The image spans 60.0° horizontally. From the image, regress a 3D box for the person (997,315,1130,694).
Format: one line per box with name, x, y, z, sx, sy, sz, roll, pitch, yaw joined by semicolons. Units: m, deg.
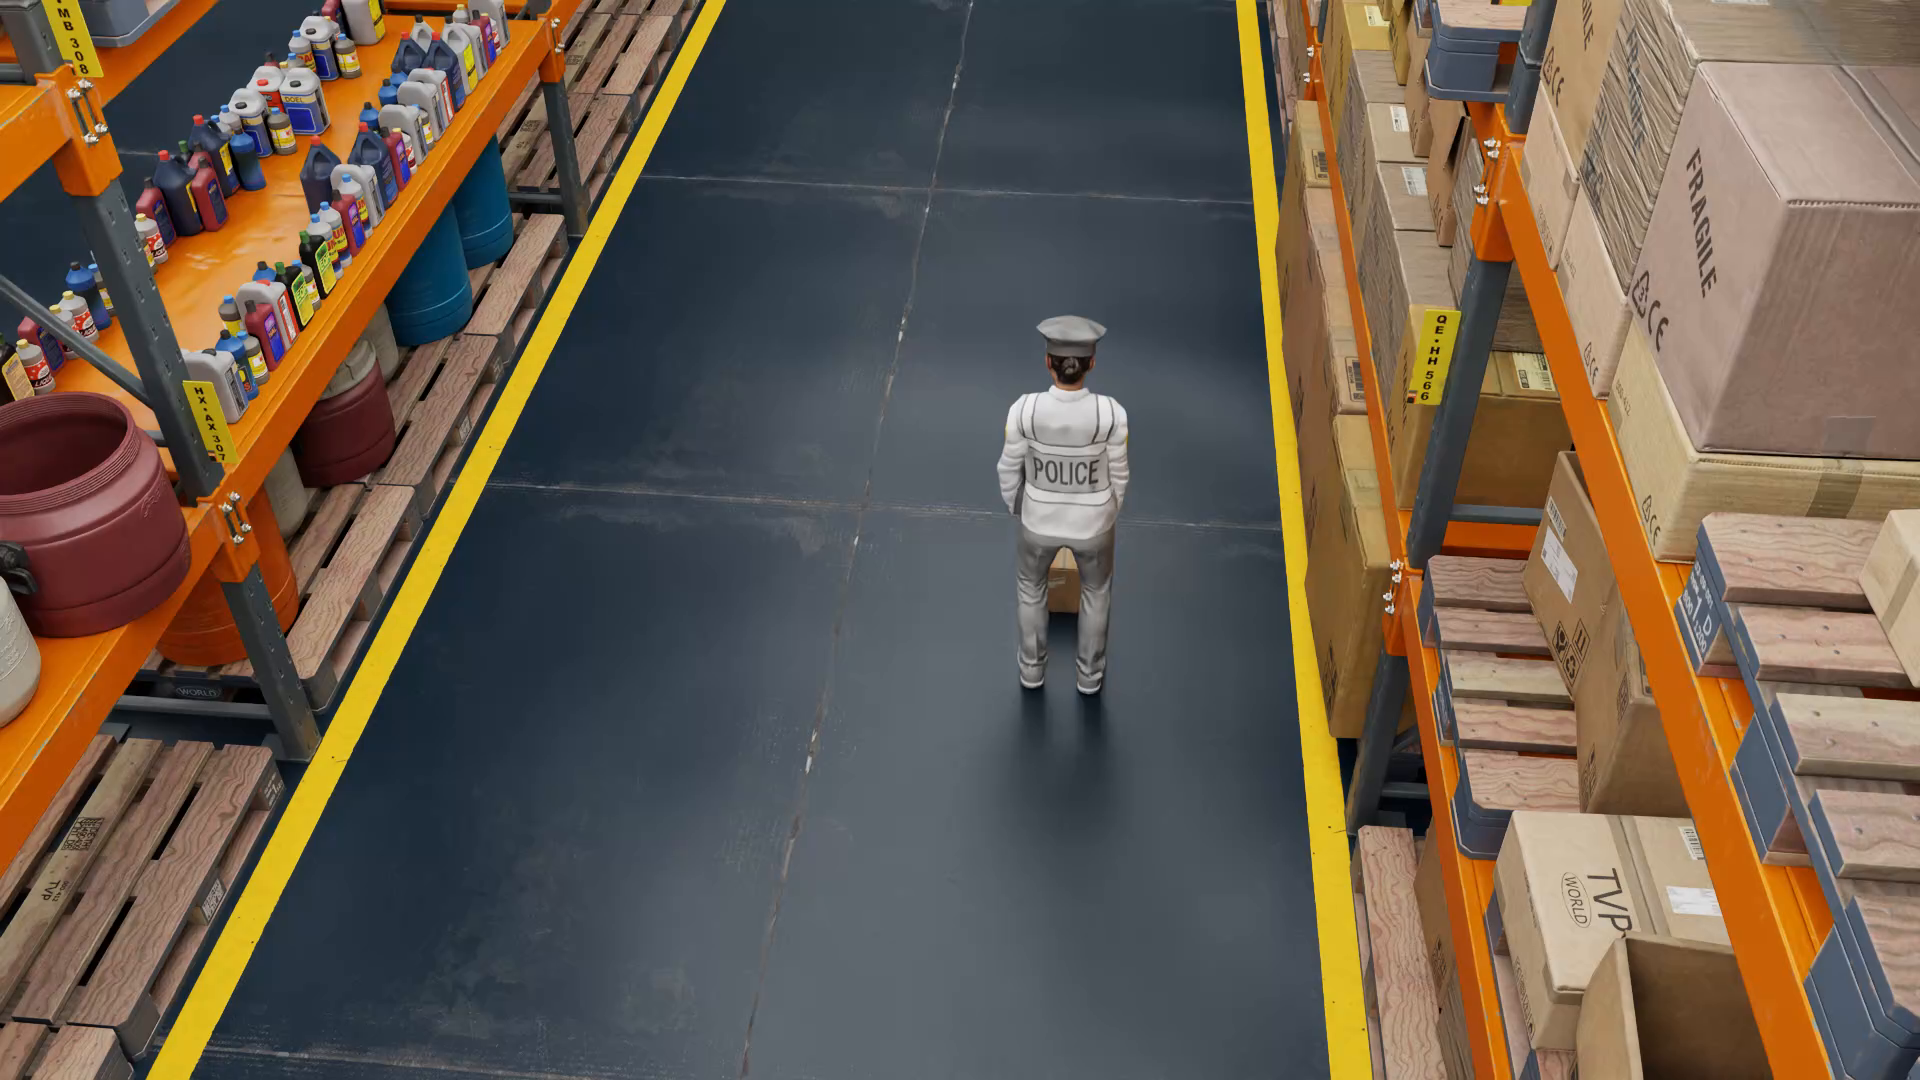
person;0.385;-0.093;6.288;0.485;1.647;0.396;4;40;5
